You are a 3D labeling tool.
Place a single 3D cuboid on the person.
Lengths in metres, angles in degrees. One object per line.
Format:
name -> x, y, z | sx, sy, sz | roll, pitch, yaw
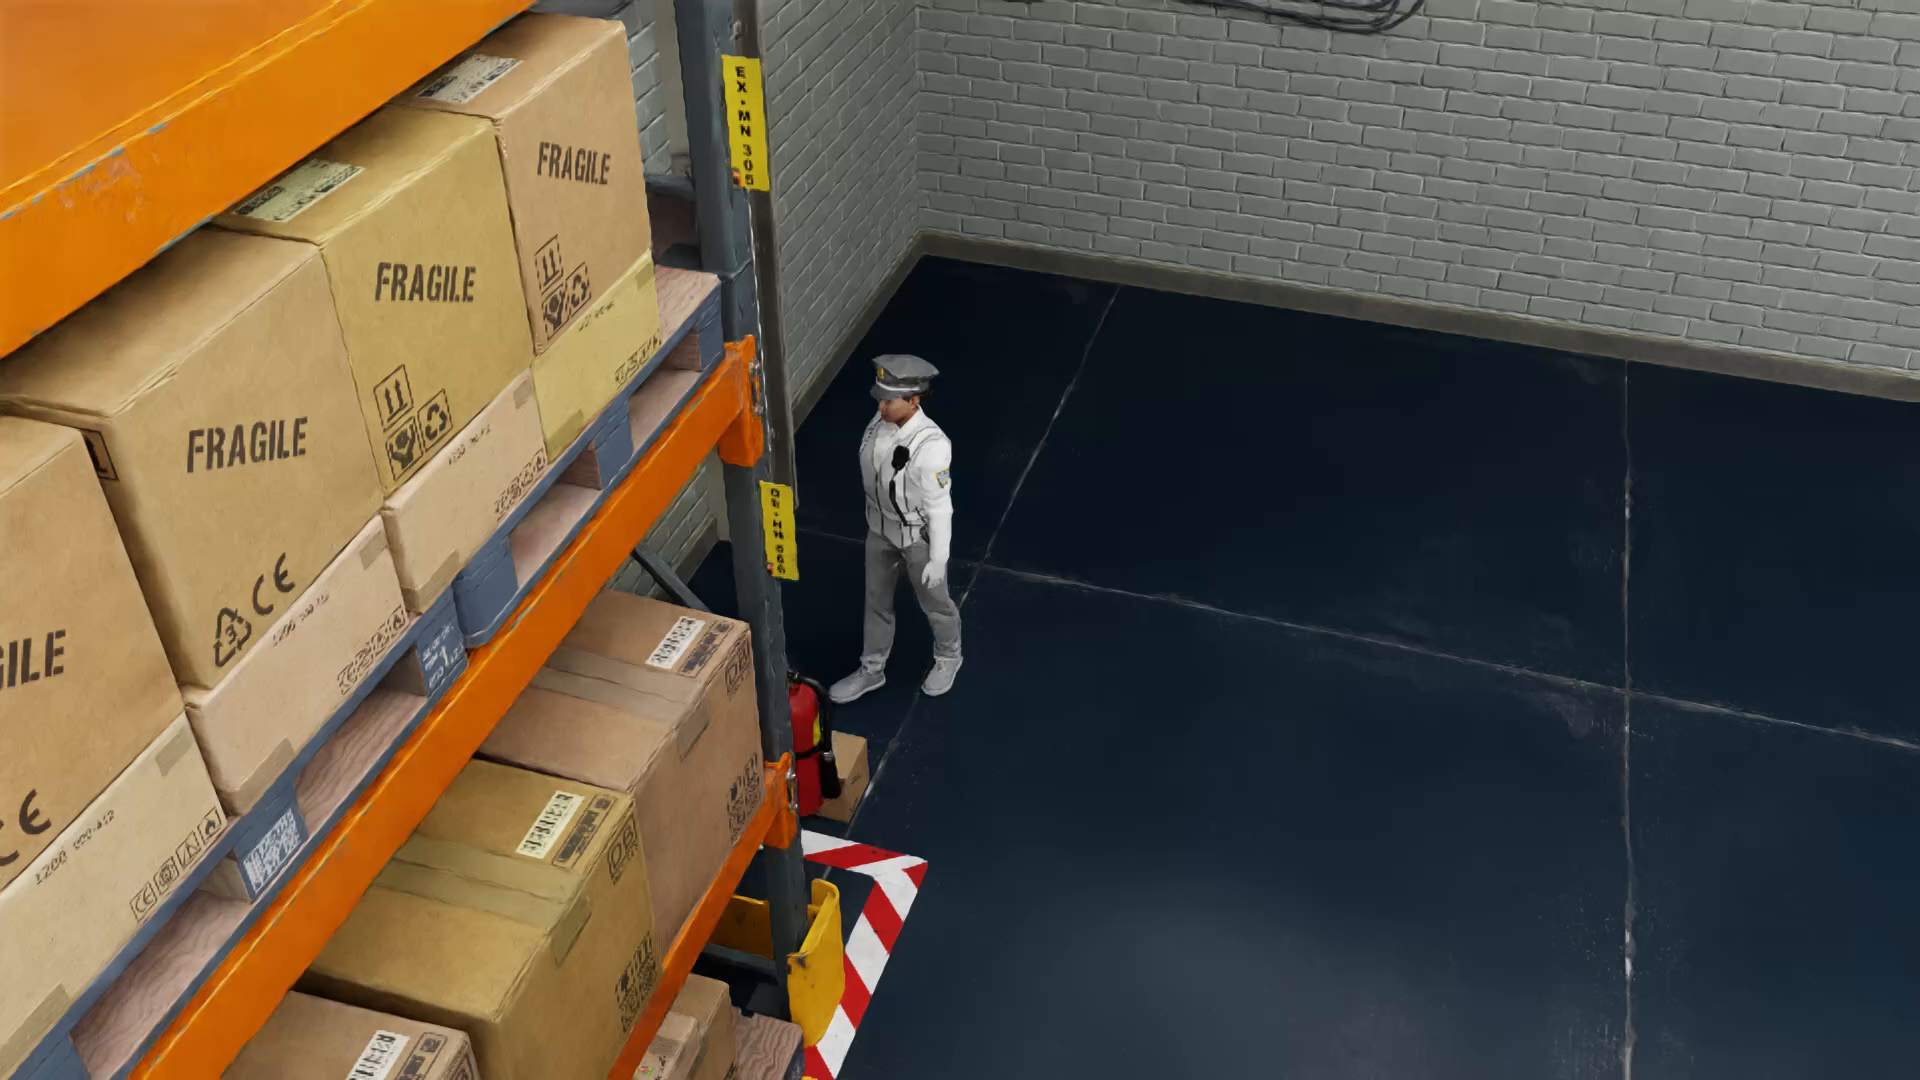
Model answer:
person -> -0.246, -0.006, 6.869 | 0.613, 1.669, 0.502 | -30, 46, -33
